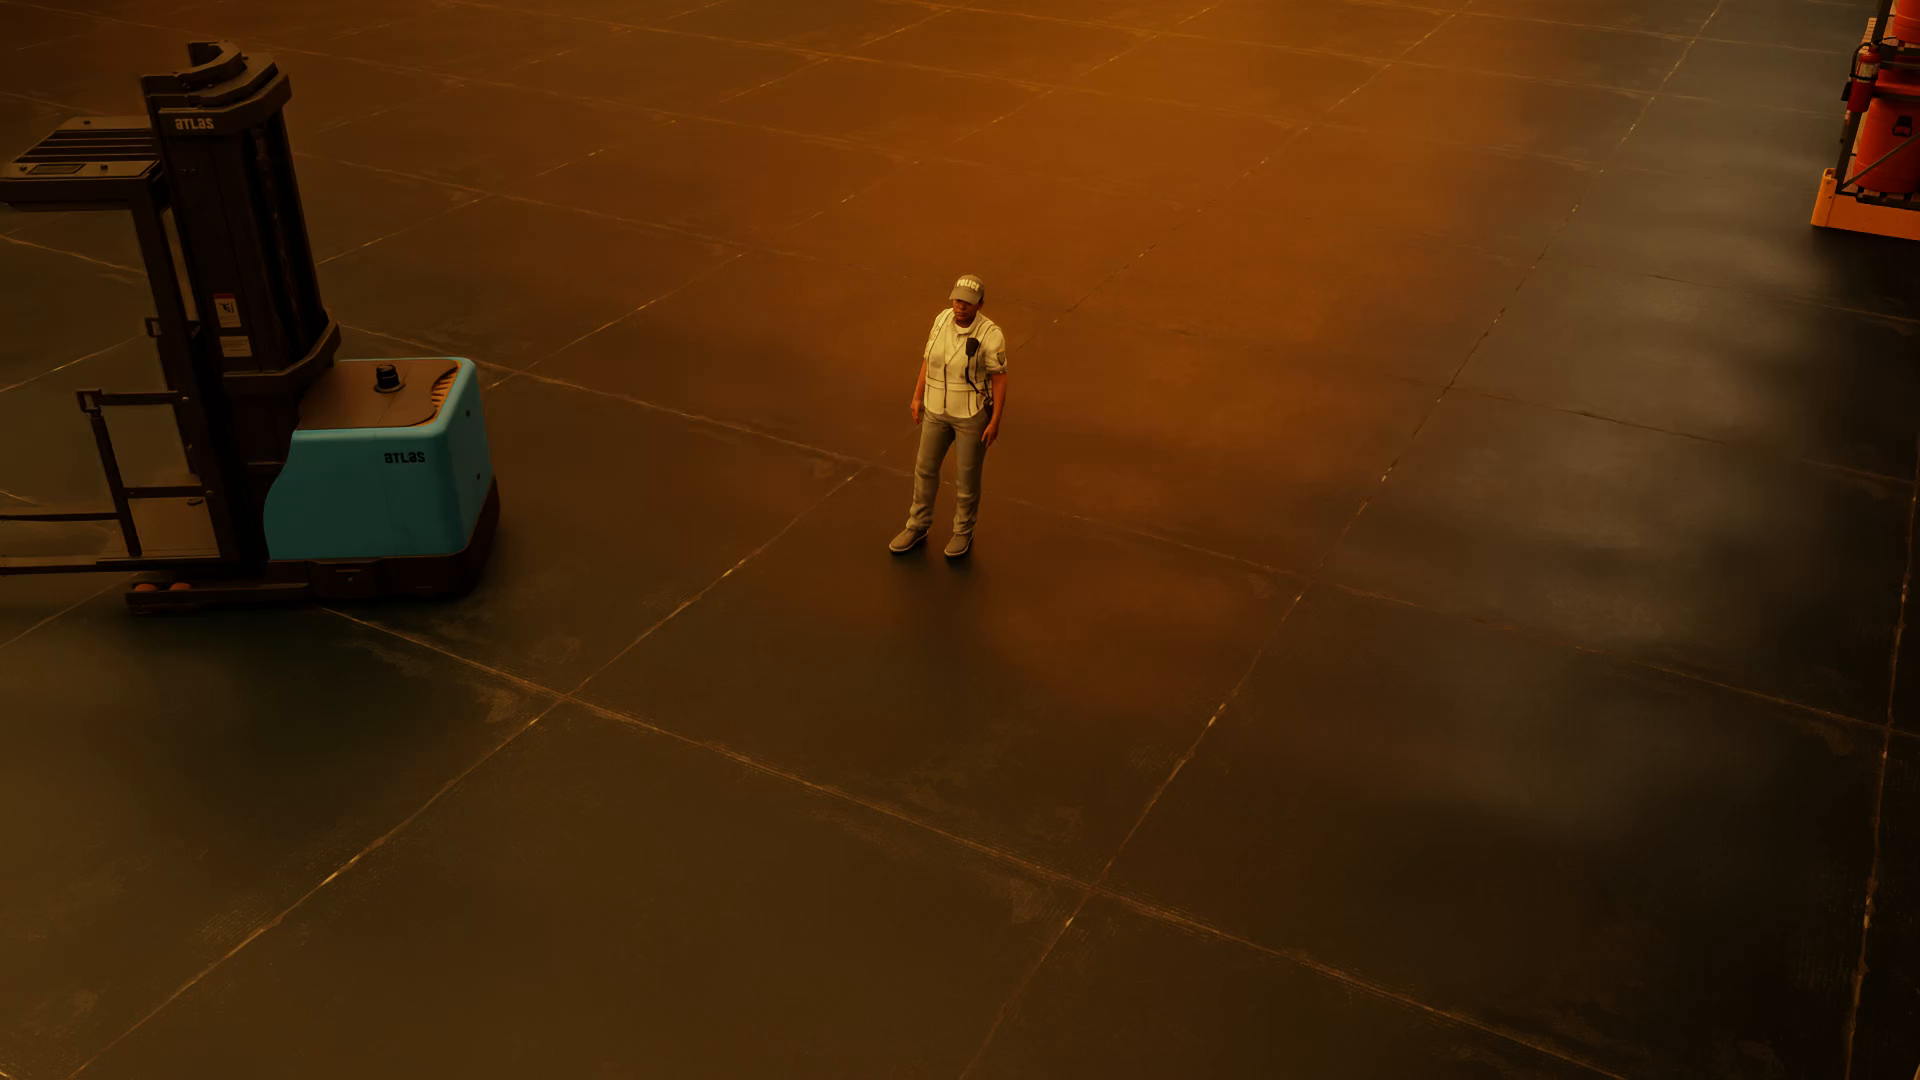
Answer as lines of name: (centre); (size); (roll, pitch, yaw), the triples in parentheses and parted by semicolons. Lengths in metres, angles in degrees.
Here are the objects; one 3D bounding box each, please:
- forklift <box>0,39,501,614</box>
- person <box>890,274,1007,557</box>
forklift: (-4.296, -1.130, 9.029); (3.031, 2.935, 1.130); (-2, 30, -3)
person: (-0.057, -0.701, 9.534); (0.598, 1.670, 0.529); (15, 33, 25)
